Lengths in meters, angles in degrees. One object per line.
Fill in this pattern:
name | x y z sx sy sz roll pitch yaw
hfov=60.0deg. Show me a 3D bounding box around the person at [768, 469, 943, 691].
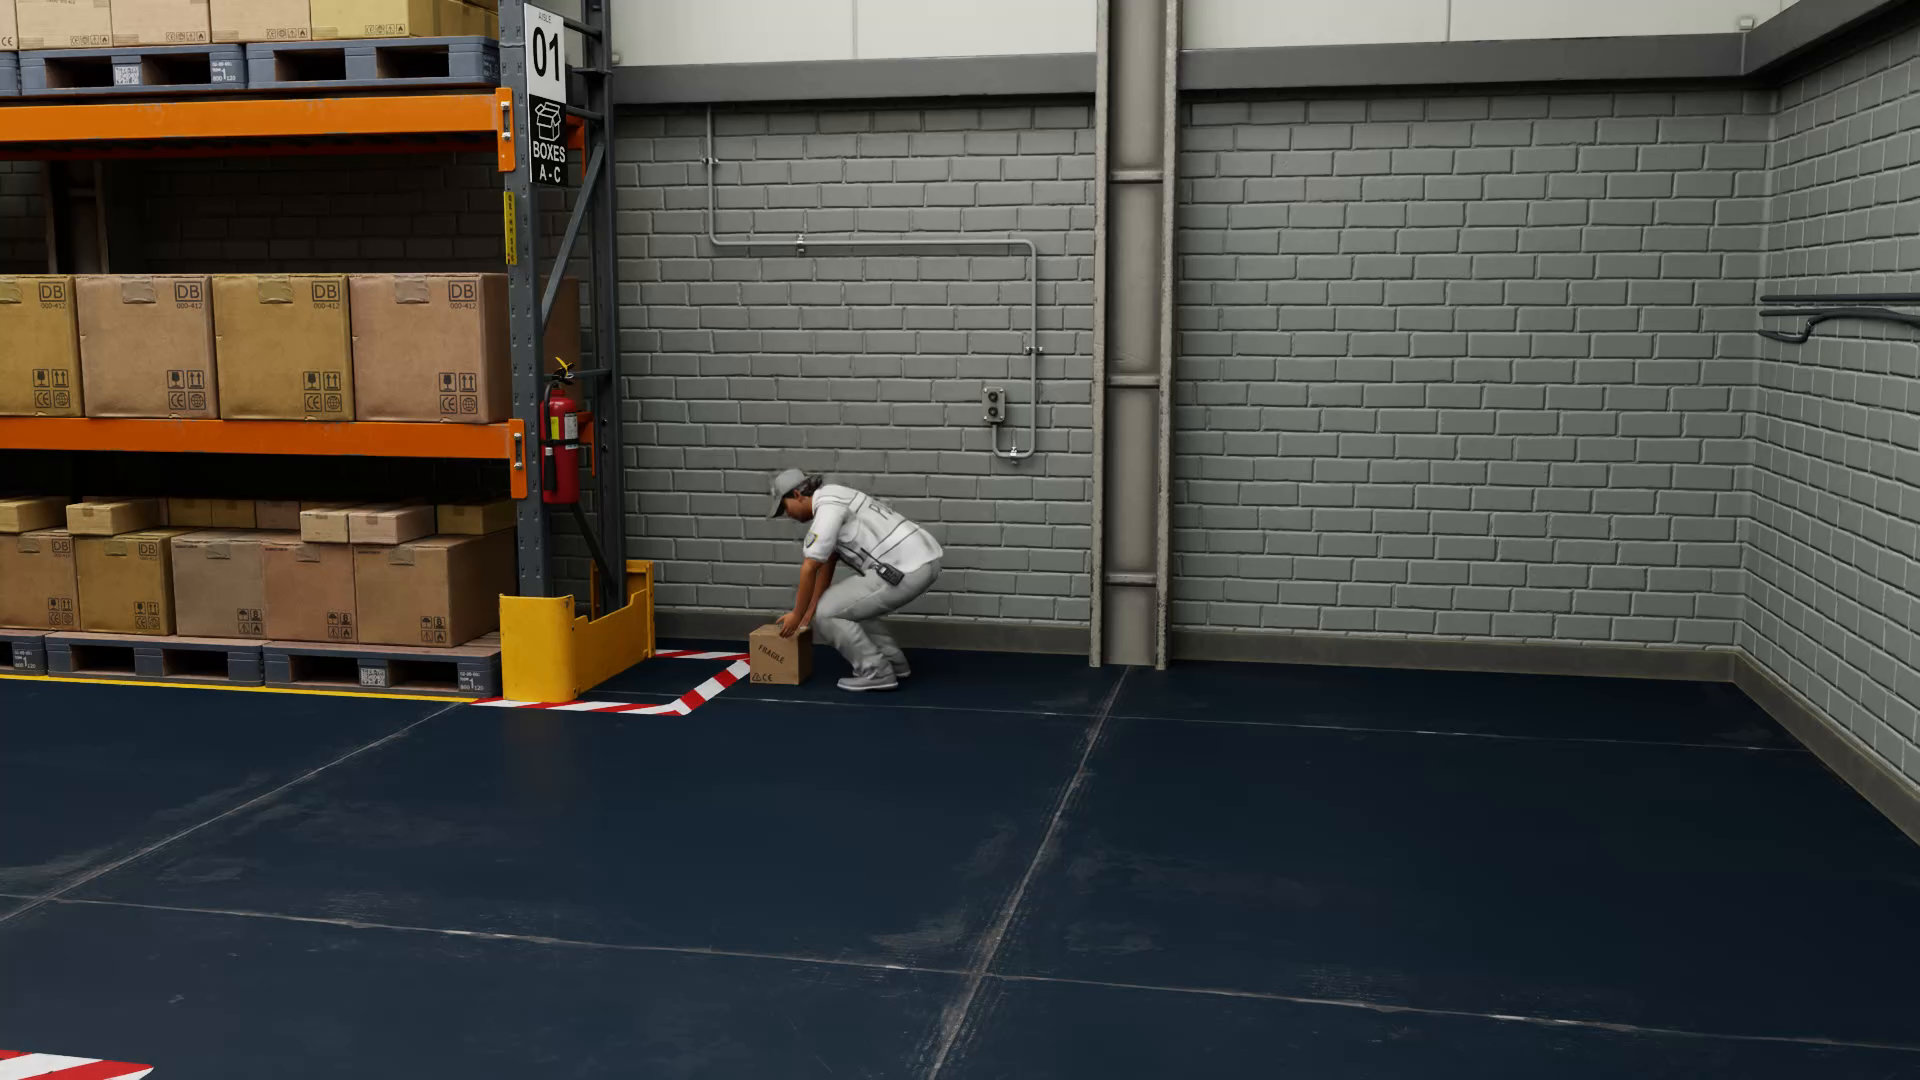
person | -0.514 0.186 8.150 0.838 1.067 0.532 2 8 11
